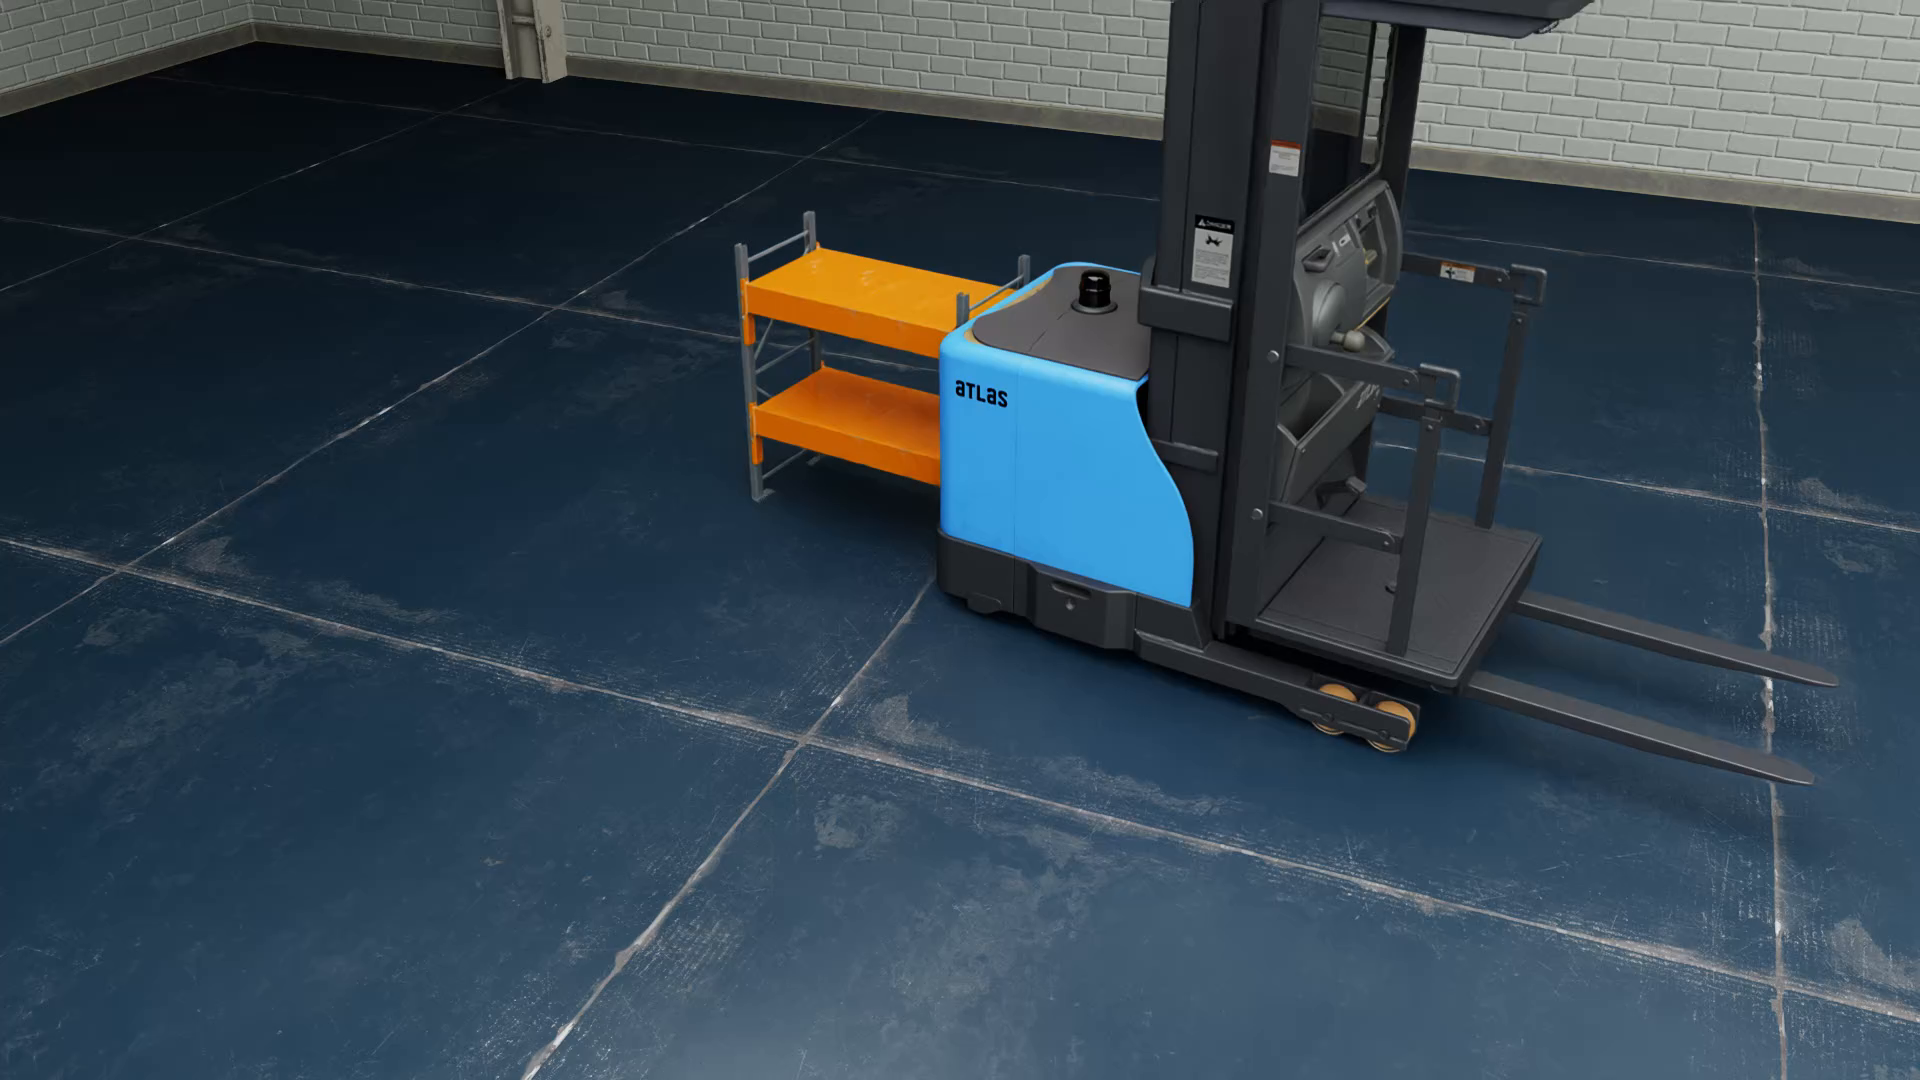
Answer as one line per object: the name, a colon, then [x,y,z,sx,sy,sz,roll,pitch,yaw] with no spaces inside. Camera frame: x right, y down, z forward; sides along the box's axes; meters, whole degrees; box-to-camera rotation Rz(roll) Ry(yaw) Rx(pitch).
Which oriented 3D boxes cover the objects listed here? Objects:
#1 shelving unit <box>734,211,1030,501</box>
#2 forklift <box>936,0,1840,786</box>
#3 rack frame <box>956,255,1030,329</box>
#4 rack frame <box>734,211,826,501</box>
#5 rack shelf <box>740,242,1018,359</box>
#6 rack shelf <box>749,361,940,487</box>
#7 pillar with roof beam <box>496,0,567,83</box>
shelving unit: [-0.306,-0.632,6.725,1.048,1.125,0.538,17,33,27]
forklift: [1.438,-0.872,5.315,3.031,2.935,1.130,17,33,27]
rack frame: [0.128,-0.502,6.495,0.032,1.125,0.500,17,33,27]
rack frame: [-0.740,-0.762,6.955,0.032,1.125,0.500,17,33,27]
rack shelf: [-0.306,-0.887,6.581,1.000,0.278,0.538,17,33,27]
rack shelf: [-0.306,-0.419,6.845,1.000,0.278,0.538,17,33,27]
pillar with roof beam: [-5.000,-5.668,7.632,0.400,9.000,9.100,11,31,19]
